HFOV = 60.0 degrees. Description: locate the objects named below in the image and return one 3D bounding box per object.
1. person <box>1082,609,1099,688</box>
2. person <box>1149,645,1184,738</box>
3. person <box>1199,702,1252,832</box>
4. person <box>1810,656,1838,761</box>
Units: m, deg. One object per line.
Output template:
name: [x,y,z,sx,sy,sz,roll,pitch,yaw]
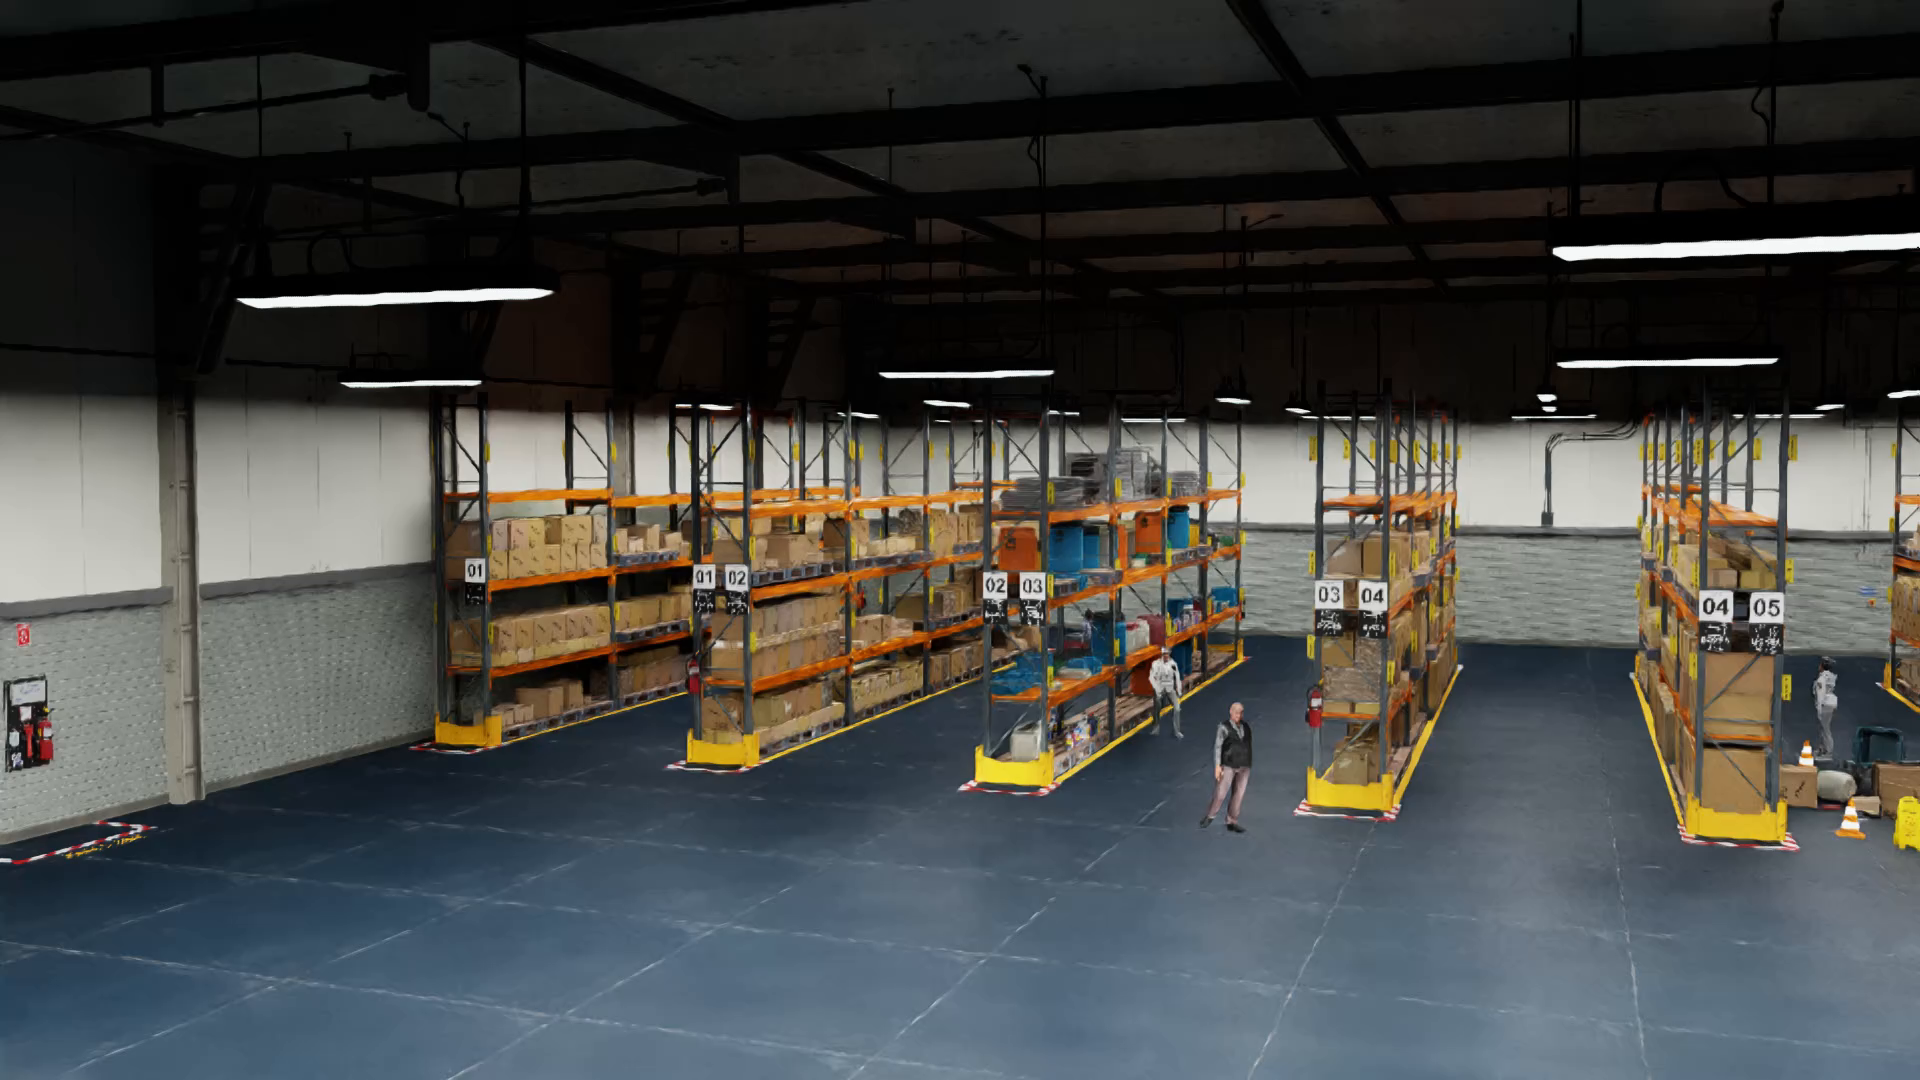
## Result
person: [2.767,2.291,35.271,0.427,1.653,0.530,-1,3,-11]
person: [3.586,2.635,29.110,0.605,1.628,0.701,0,3,-2]
person: [3.511,2.976,21.864,0.697,1.711,0.507,-1,3,-20]
person: [13.974,2.718,26.963,0.524,1.676,0.458,-3,4,-40]
